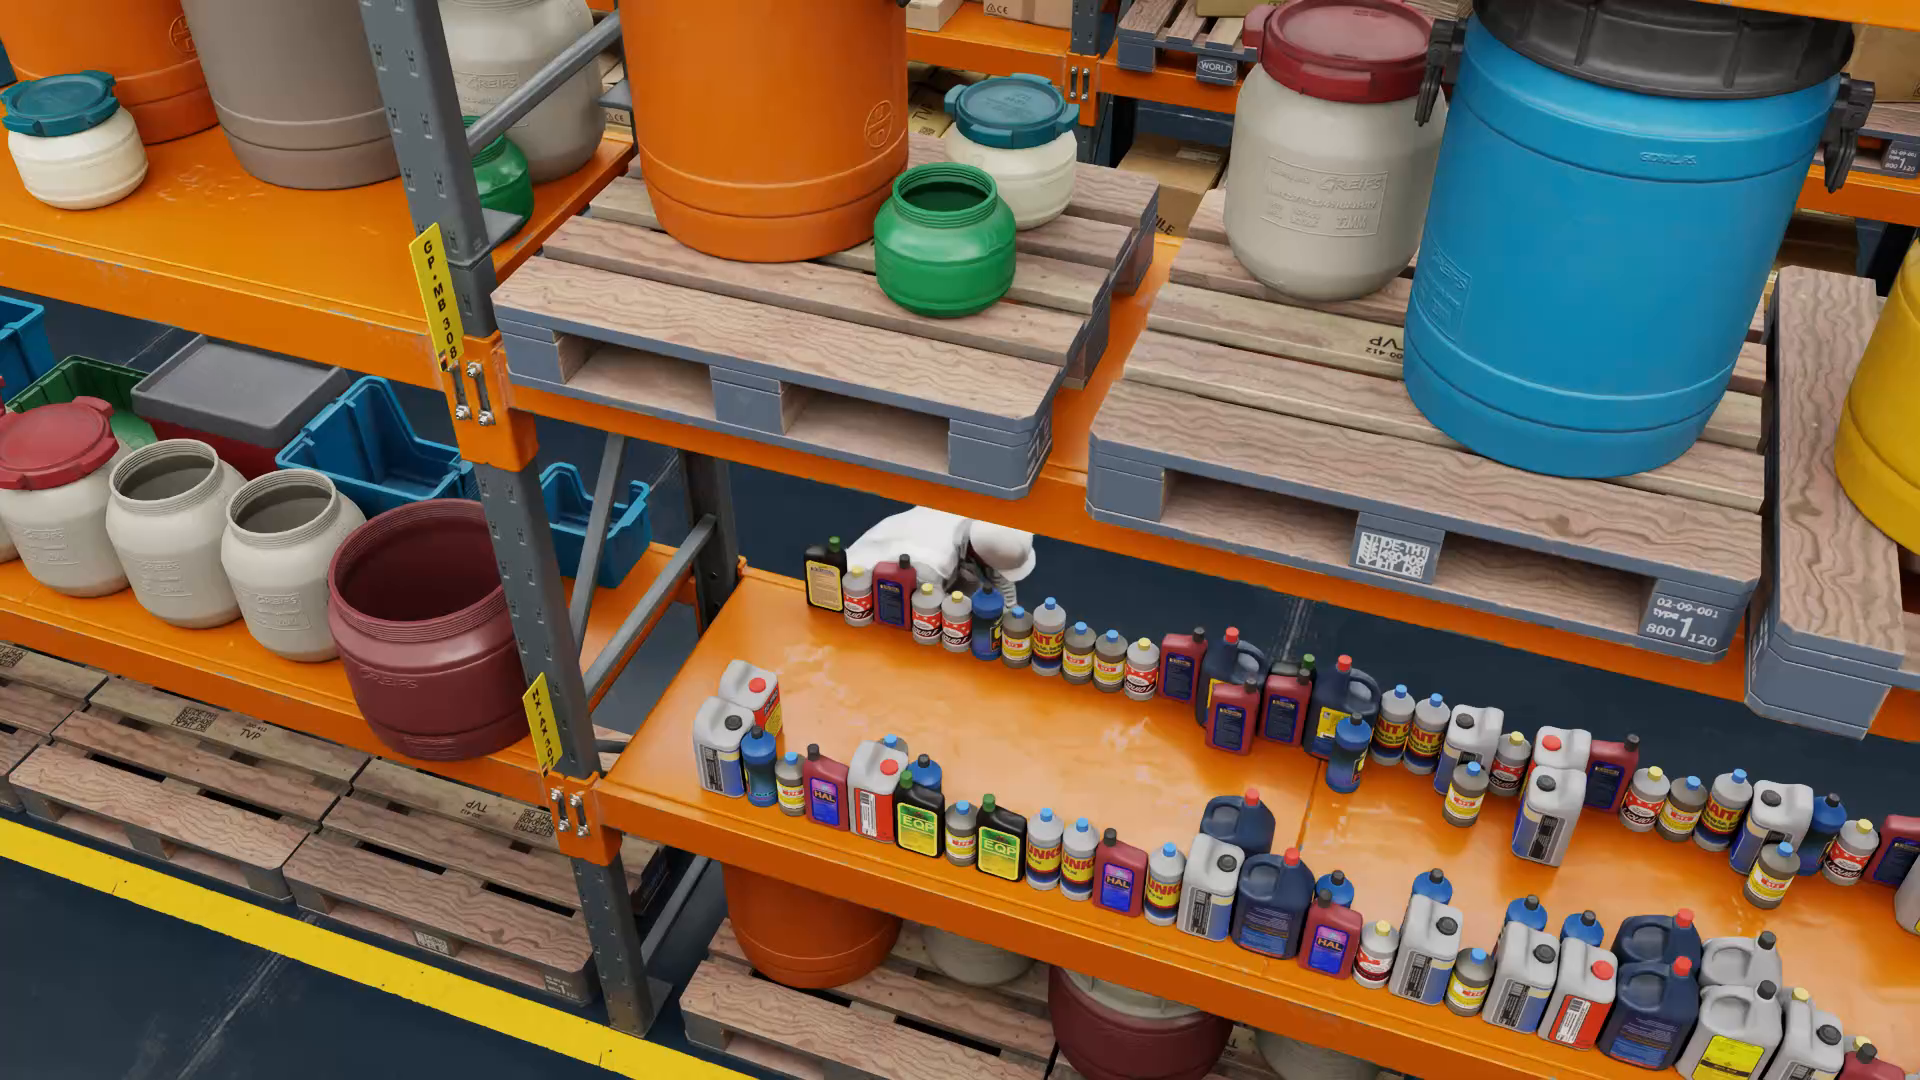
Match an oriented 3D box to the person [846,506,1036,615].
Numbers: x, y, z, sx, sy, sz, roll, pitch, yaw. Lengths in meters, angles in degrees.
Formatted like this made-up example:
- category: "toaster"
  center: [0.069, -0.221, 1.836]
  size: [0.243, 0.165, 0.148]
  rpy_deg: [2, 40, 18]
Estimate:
- category: "person"
  center: [-0.064, 0.199, 6.503]
  size: [0.914, 1.005, 0.533]
  rpy_deg: [31, 50, 30]
